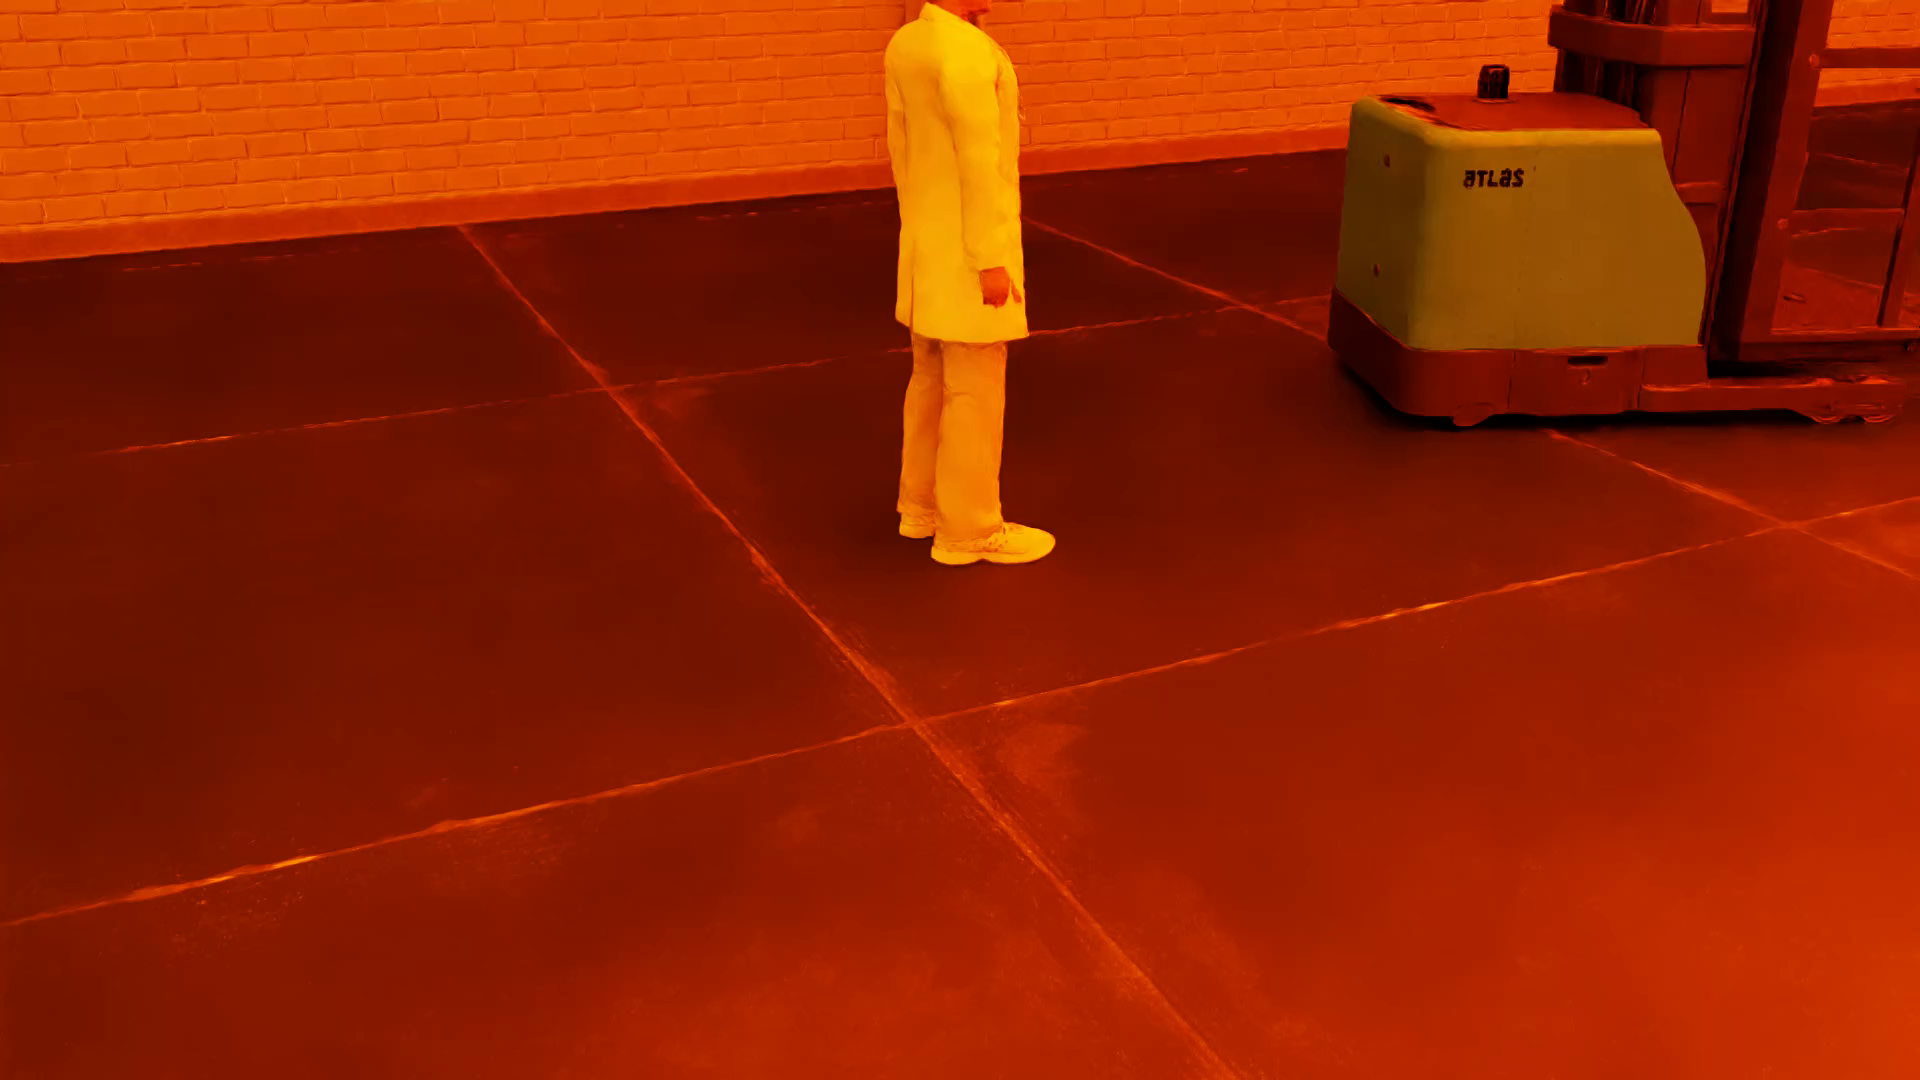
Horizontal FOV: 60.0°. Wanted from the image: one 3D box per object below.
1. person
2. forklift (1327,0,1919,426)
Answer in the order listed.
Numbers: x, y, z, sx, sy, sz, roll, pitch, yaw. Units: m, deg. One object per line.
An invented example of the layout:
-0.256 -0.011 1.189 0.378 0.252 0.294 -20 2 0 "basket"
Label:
0.023 -0.828 4.776 0.377 1.783 0.558 -10 25 -23 "person"
3.062 -1.982 6.058 3.031 2.935 1.130 -2 23 -5 "forklift"
